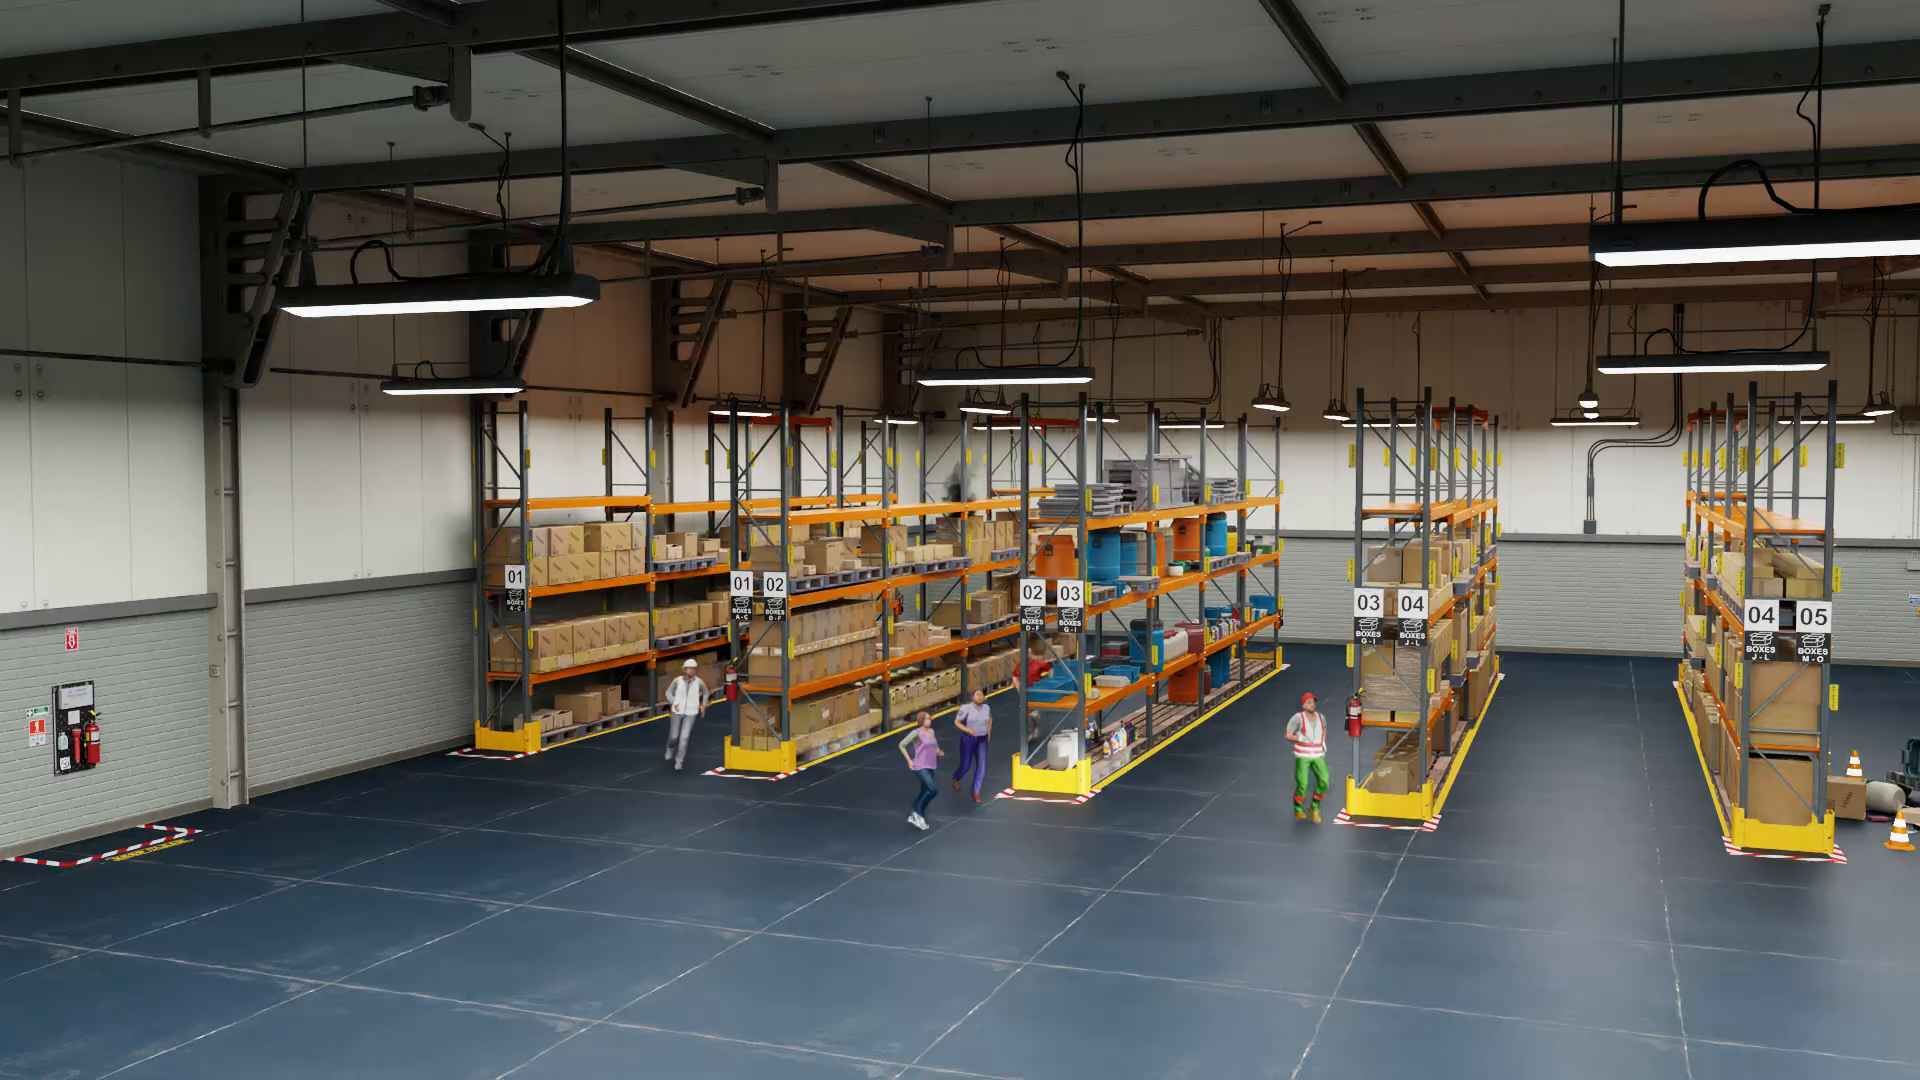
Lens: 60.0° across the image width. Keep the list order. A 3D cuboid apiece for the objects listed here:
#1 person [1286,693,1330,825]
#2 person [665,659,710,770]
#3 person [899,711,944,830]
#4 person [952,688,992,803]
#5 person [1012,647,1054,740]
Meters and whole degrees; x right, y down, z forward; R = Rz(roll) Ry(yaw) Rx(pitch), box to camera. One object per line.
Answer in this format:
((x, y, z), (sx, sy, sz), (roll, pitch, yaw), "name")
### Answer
((4.804, 2.980, 22.829), (0.657, 1.757, 0.640), (0, 3, -9), "person")
((-4.446, 2.813, 27.099), (0.734, 1.752, 0.823), (-1, 3, -11), "person")
((-0.476, 3.105, 22.455), (0.656, 1.586, 0.506), (2, 3, 37), "person")
((0.216, 2.997, 24.556), (0.628, 1.641, 0.840), (-1, 3, -18), "person")
((1.250, 2.725, 29.311), (0.687, 1.681, 0.769), (1, 3, 25), "person")
